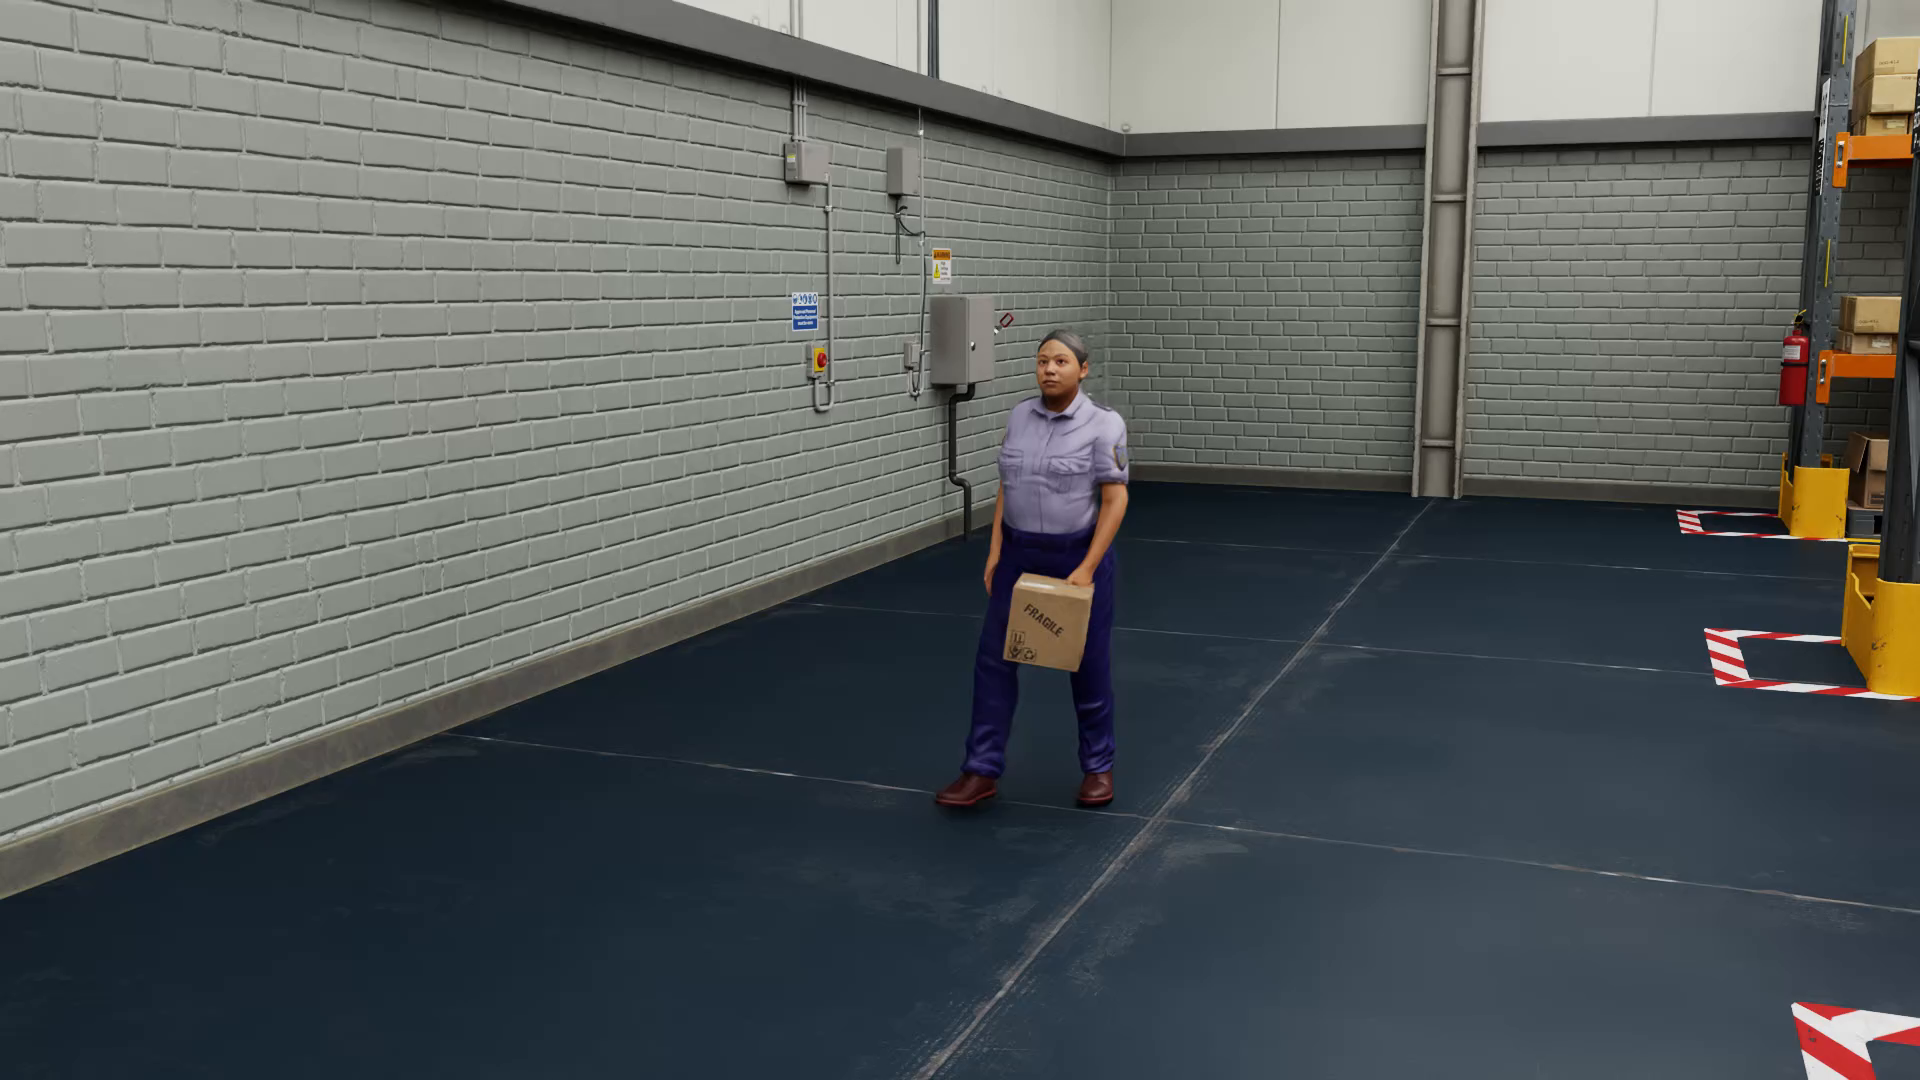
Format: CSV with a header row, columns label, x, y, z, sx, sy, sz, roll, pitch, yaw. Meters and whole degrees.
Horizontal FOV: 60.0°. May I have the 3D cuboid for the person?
label,x,y,z,sx,sy,sz,roll,pitch,yaw
person,0.286,0.108,5.662,0.552,1.641,0.663,5,10,29
